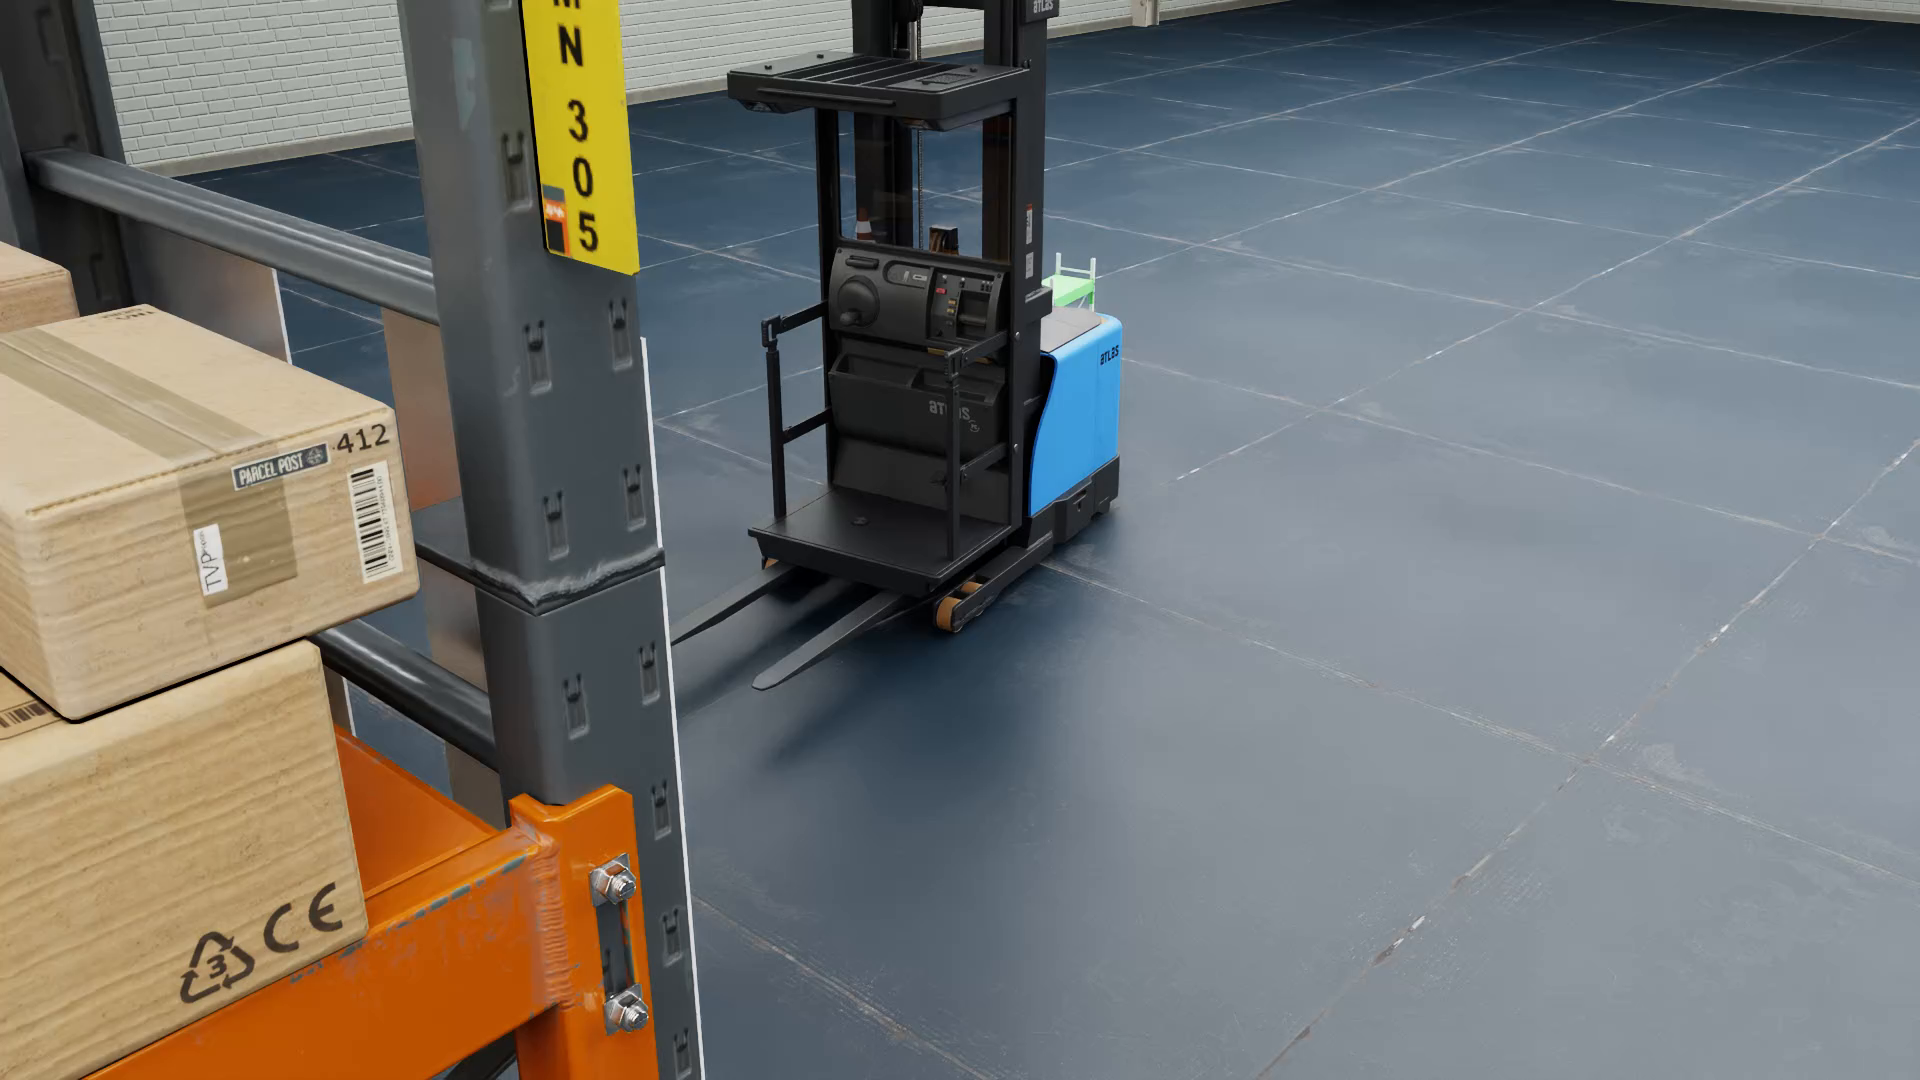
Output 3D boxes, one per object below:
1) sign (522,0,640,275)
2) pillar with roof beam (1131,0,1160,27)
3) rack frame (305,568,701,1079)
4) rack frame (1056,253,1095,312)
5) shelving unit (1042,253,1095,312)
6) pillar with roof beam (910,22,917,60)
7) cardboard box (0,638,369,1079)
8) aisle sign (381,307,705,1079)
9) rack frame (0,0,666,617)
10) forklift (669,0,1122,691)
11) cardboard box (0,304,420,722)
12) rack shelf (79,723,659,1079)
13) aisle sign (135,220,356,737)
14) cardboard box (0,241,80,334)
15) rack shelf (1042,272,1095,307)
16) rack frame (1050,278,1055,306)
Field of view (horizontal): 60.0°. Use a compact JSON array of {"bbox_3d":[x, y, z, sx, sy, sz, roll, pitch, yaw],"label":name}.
[{"bbox_3d":[-0.257,-0.343,1.099,0.100,0.325,0.005,20,31,38],"label":"sign"},{"bbox_3d":[6.352,-11.696,23.836,9.100,9.000,0.400,20,31,38],"label":"pillar with roof beam"},{"bbox_3d":[-0.657,1.272,2.246,1.000,3.000,0.127,20,31,38],"label":"rack frame"},{"bbox_3d":[0.654,-1.057,9.642,0.240,1.200,0.015,14,28,28],"label":"rack frame"},{"bbox_3d":[0.528,-0.972,9.451,0.258,1.200,0.503,14,28,28],"label":"shelving unit"},{"bbox_3d":[2.347,-9.868,19.759,9.100,9.000,0.400,20,31,38],"label":"pillar with roof beam"},{"bbox_3d":[-0.790,0.188,1.180,0.500,0.250,0.500,21,32,39],"label":"cardboard box"},{"bbox_3d":[-0.393,0.149,1.573,0.394,0.787,0.004,20,31,38],"label":"aisle sign"},{"bbox_3d":[-0.657,-1.465,1.018,1.000,3.000,0.127,20,31,38],"label":"rack frame"},{"bbox_3d":[-0.320,-1.119,7.663,1.130,2.935,3.031,14,28,28],"label":"forklift"},{"bbox_3d":[-0.610,-0.040,1.202,0.380,0.149,0.250,20,31,38],"label":"cardboard box"},{"bbox_3d":[-1.992,0.841,0.420,1.077,0.370,4.000,20,31,38],"label":"rack shelf"},{"bbox_3d":[-0.839,-0.015,1.939,0.394,0.787,0.004,20,31,38],"label":"aisle sign"},{"bbox_3d":[-1.013,-0.189,1.535,0.380,0.149,0.250,20,31,37],"label":"cardboard box"},{"bbox_3d":[0.529,-1.351,9.280,0.258,0.148,0.480,14,28,28],"label":"rack shelf"},{"bbox_3d":[0.403,-0.886,9.260,0.240,1.200,0.015,14,28,28],"label":"rack frame"}]
